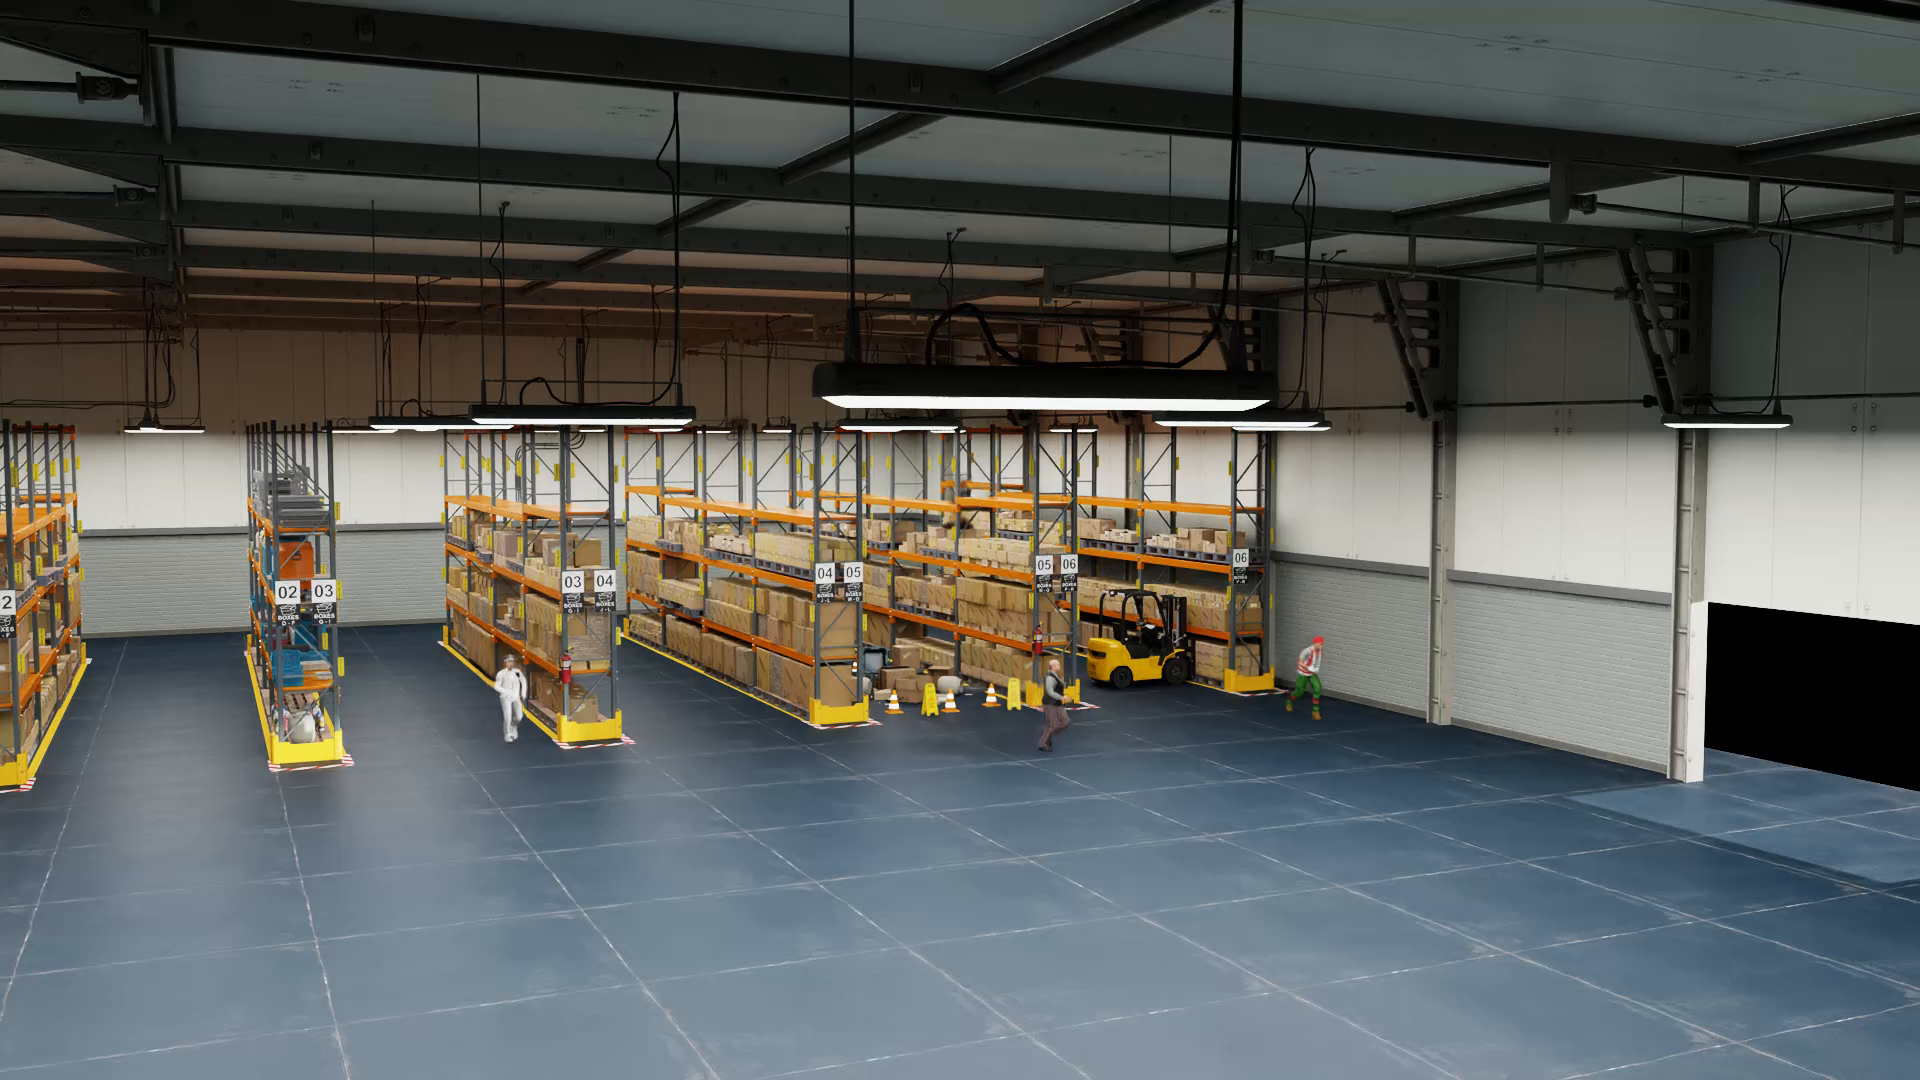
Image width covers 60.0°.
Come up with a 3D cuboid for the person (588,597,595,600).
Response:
[{"bbox_3d":[-9.981,2.066,45.584,0.591,1.629,0.657,-2,4,-24],"label":"person"}]

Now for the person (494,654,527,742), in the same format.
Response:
[{"bbox_3d":[-8.341,2.945,30.990,0.655,1.649,0.562,-2,4,-34],"label":"person"}]

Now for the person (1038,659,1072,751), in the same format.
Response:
[{"bbox_3d":[1.734,2.995,30.159,0.662,1.673,0.640,1,4,19],"label":"person"}]

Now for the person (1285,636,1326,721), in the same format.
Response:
[{"bbox_3d":[7.029,2.780,33.838,0.704,1.731,1.057,-2,4,-35],"label":"person"}]
